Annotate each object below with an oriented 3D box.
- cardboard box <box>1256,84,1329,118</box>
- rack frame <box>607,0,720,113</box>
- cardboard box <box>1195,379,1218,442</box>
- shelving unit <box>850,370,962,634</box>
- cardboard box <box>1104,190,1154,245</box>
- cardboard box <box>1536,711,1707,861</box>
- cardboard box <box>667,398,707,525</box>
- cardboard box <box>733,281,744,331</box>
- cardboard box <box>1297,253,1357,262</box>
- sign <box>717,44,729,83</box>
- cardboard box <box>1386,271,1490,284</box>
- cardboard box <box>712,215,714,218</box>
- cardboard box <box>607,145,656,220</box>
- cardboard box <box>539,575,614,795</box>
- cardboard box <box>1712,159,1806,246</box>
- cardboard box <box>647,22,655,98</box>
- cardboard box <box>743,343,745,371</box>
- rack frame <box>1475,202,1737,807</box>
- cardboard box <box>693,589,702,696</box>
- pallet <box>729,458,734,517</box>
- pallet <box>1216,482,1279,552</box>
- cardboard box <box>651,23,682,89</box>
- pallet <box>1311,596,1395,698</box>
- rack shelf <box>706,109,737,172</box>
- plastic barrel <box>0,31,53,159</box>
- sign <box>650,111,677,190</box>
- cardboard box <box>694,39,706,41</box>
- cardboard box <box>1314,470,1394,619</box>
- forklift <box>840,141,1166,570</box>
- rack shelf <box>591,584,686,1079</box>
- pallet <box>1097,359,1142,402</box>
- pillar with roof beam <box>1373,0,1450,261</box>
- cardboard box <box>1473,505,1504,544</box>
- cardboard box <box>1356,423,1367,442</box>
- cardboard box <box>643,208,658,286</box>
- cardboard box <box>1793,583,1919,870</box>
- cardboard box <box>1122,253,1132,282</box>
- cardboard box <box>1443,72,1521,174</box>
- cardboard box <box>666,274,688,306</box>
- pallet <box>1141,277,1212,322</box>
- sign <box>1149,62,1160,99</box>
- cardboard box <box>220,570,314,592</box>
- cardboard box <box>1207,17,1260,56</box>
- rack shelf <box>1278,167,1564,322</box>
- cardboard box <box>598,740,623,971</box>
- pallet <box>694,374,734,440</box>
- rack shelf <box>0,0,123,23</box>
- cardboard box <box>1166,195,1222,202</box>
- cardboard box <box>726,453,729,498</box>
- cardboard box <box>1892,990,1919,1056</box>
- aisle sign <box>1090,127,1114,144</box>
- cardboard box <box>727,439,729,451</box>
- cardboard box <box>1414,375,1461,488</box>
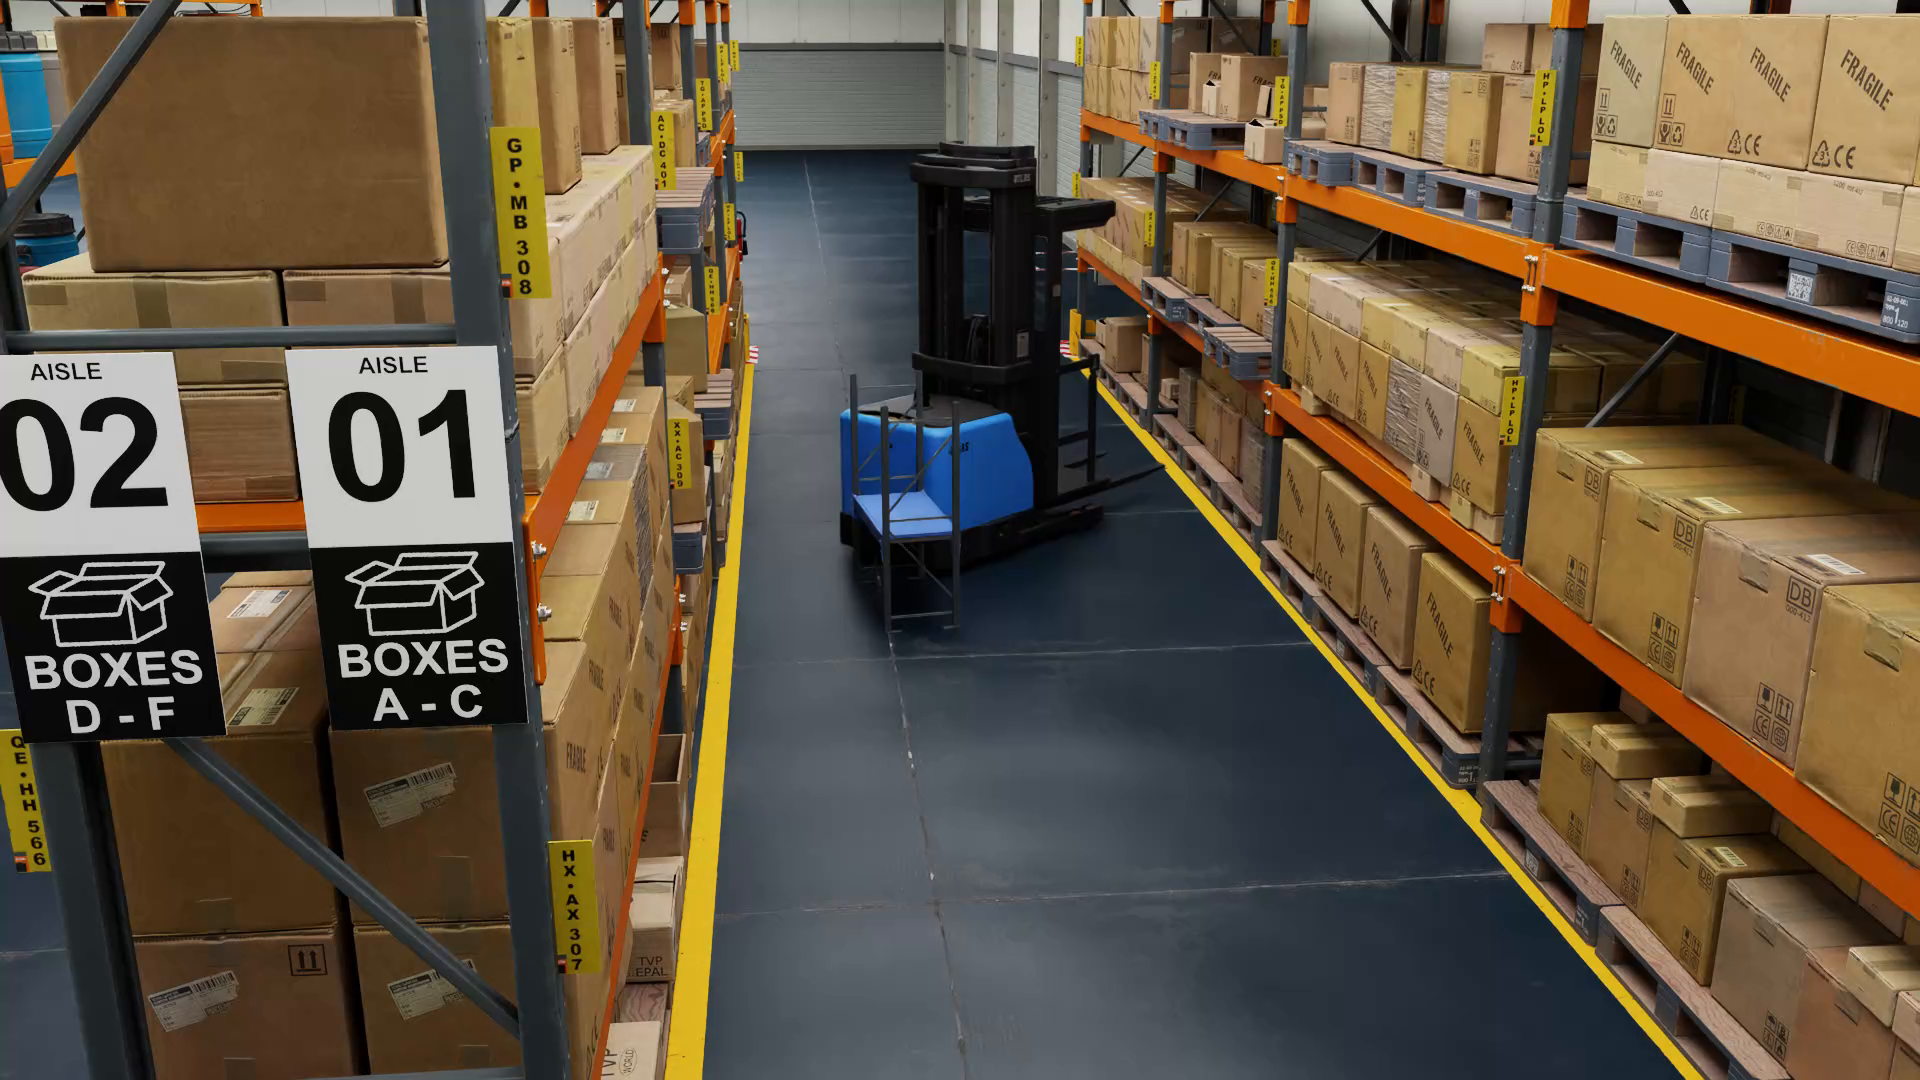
[{"bbox_3d":[2.673,-3.179,12.582,0.797,0.503,0.637,1,17,2],"label":"cardboard box"},{"bbox_3d":[-2.625,-5.200,14.216,1.000,3.000,0.127,-2,18,-6],"label":"rack frame"},{"bbox_3d":[2.497,-1.138,14.732,0.700,0.500,0.500,-2,18,-7],"label":"cardboard box"},{"bbox_3d":[-0.374,-0.278,11.058,0.538,1.500,1.048,-4,18,-14],"label":"shelving unit"},{"bbox_3d":[1.792,-3.373,17.377,0.500,0.500,0.500,-1,17,-4],"label":"cardboard box"},{"bbox_3d":[3.102,1.110,7.606,0.700,0.500,0.500,-2,17,-5],"label":"cardboard box"},{"bbox_3d":[-1.627,-0.350,7.917,0.700,0.500,0.500,-8,19,-24],"label":"cardboard box"},{"bbox_3d":[-2.687,-2.625,18.668,0.500,0.500,0.500,-2,18,-6],"label":"cardboard box"},{"bbox_3d":[2.649,-1.969,11.956,0.380,0.149,0.250,-4,18,-13],"label":"cardboard box"},{"bbox_3d":[-2.087,-4.185,14.604,0.100,0.325,0.005,-2,18,-6],"label":"sign"},{"bbox_3d":[3.069,-1.575,10.738,0.500,0.250,0.500,-2,18,-7],"label":"cardboard box"},{"bbox_3d":[-2.567,-3.085,16.246,0.380,0.149,0.250,-2,18,-7],"label":"cardboard box"},{"bbox_3d":[-1.480,-1.416,6.586,0.500,0.250,0.500,-2,18,-6],"label":"cardboard box"},{"bbox_3d":[-1.233,0.417,4.505,0.500,0.500,0.500,-2,18,-5],"label":"cardboard box"},{"bbox_3d":[3.034,-1.197,5.856,0.500,0.250,0.500,-2,18,-7],"label":"cardboard box"},{"bbox_3d":[-2.174,-2.971,10.290,0.500,0.500,0.500,-2,18,-6],"label":"cardboard box"},{"bbox_3d":[-2.572,-1.970,17.832,0.500,0.250,0.500,-2,18,-6],"label":"cardboard box"},{"bbox_3d":[3.127,-0.108,8.014,1.000,3.000,0.127,-2,18,-6],"label":"rack frame"},{"bbox_3d":[-1.718,0.569,9.295,0.500,0.500,0.500,-2,17,-5],"label":"cardboard box"},{"bbox_3d":[-2.382,-0.425,13.677,1.003,0.211,1.213,-2,18,-6],"label":"pallet"},{"bbox_3d":[2.635,-0.202,12.969,1.003,0.211,1.213,-2,18,-6],"label":"pallet"},{"bbox_3d":[-2.519,-3.901,13.385,0.500,0.500,0.500,0,17,0],"label":"cardboard box"},{"bbox_3d":[2.843,0.630,10.317,1.003,0.211,1.213,-2,18,-6],"label":"pallet"},{"bbox_3d":[-2.832,-4.021,16.671,1.077,0.370,4.000,-2,18,-6],"label":"rack shelf"},{"bbox_3d":[-7.149,-3.321,12.404,0.600,0.901,0.708,-2,18,-6],"label":"plastic barrel"},{"bbox_3d":[-1.261,-1.651,7.057,0.100,0.325,0.005,-2,18,-6],"label":"sign"},{"bbox_3d":[-2.983,-5.105,17.817,0.797,0.503,0.637,-1,17,-2],"label":"cardboard box"},{"bbox_3d":[2.743,0.010,10.526,0.750,0.750,0.750,-2,18,-6],"label":"cardboard box"},{"bbox_3d":[0.471,-1.549,12.718,1.130,2.935,3.031,15,23,40],"label":"forklift"},{"bbox_3d":[-1.594,0.985,5.733,1.077,0.370,4.000,-2,18,-6],"label":"rack shelf"},{"bbox_3d":[2.068,-1.725,17.818,1.003,0.211,1.213,-2,18,-6],"label":"pallet"},{"bbox_3d":[-0.842,-4.443,11.807,9.100,9.000,0.400,-2,18,-6],"label":"pillar with roof beam"},{"bbox_3d":[2.810,-0.090,8.342,0.380,0.149,0.250,-2,18,-5],"label":"cardboard box"},{"bbox_3d":[2.678,-0.702,10.291,0.380,0.149,0.250,-2,17,-5],"label":"cardboard box"},{"bbox_3d":[-1.486,-1.177,6.661,0.500,0.250,0.500,-2,18,-6],"label":"cardboard box"},{"bbox_3d":[3.390,0.572,5.345,0.980,0.700,0.700,-2,18,-6],"label":"cardboard box"},{"bbox_3d":[1.908,-2.710,16.519,0.500,0.250,0.500,-2,18,-5],"label":"cardboard box"},{"bbox_3d":[3.023,-2.226,8.852,0.700,0.500,0.500,-2,18,-7],"label":"cardboard box"},{"bbox_3d":[-2.456,-1.850,13.394,0.500,0.500,0.500,-2,18,-6],"label":"cardboard box"},{"bbox_3d":[2.236,-2.168,14.895,1.003,0.211,1.213,-2,18,-6],"label":"pallet"},{"bbox_3d":[1.763,-4.150,15.019,0.100,0.325,0.005,-2,18,-6],"label":"sign"},{"bbox_3d":[-1.818,0.284,4.928,0.500,0.500,0.500,-1,17,-4],"label":"cardboard box"},{"bbox_3d":[2.535,-4.612,15.482,0.500,0.500,0.500,-1,17,-4],"label":"cardboard box"},{"bbox_3d":[2.920,-1.792,9.570,1.077,0.370,4.000,-2,18,-6],"label":"rack shelf"},{"bbox_3d":[-1.230,0.896,4.648,0.500,0.500,0.500,-2,18,-6],"label":"cardboard box"},{"bbox_3d":[-2.073,-0.854,10.711,1.213,0.211,1.003,-2,18,-6],"label":"pallet"},{"bbox_3d":[-7.346,-3.918,12.002,1.077,0.370,4.000,-2,18,-6],"label":"rack shelf"},{"bbox_3d":[2.365,-3.237,16.944,0.500,0.500,0.500,-1,17,-4],"label":"cardboard box"},{"bbox_3d":[-2.087,-0.504,13.164,0.500,0.250,0.500,-2,18,-7],"label":"cardboard box"},{"bbox_3d":[3.173,1.528,5.191,0.380,0.149,0.250,-2,18,-6],"label":"cardboard box"},{"bbox_3d":[1.583,-4.936,19.051,0.394,0.787,0.004,-2,18,-6],"label":"aisle sign"},{"bbox_3d":[-2.141,-0.928,13.580,0.500,0.311,0.500,-2,18,-6],"label":"cardboard box"},{"bbox_3d":[2.766,-0.589,8.848,0.500,0.500,0.500,-2,18,-5],"label":"cardboard box"}]
